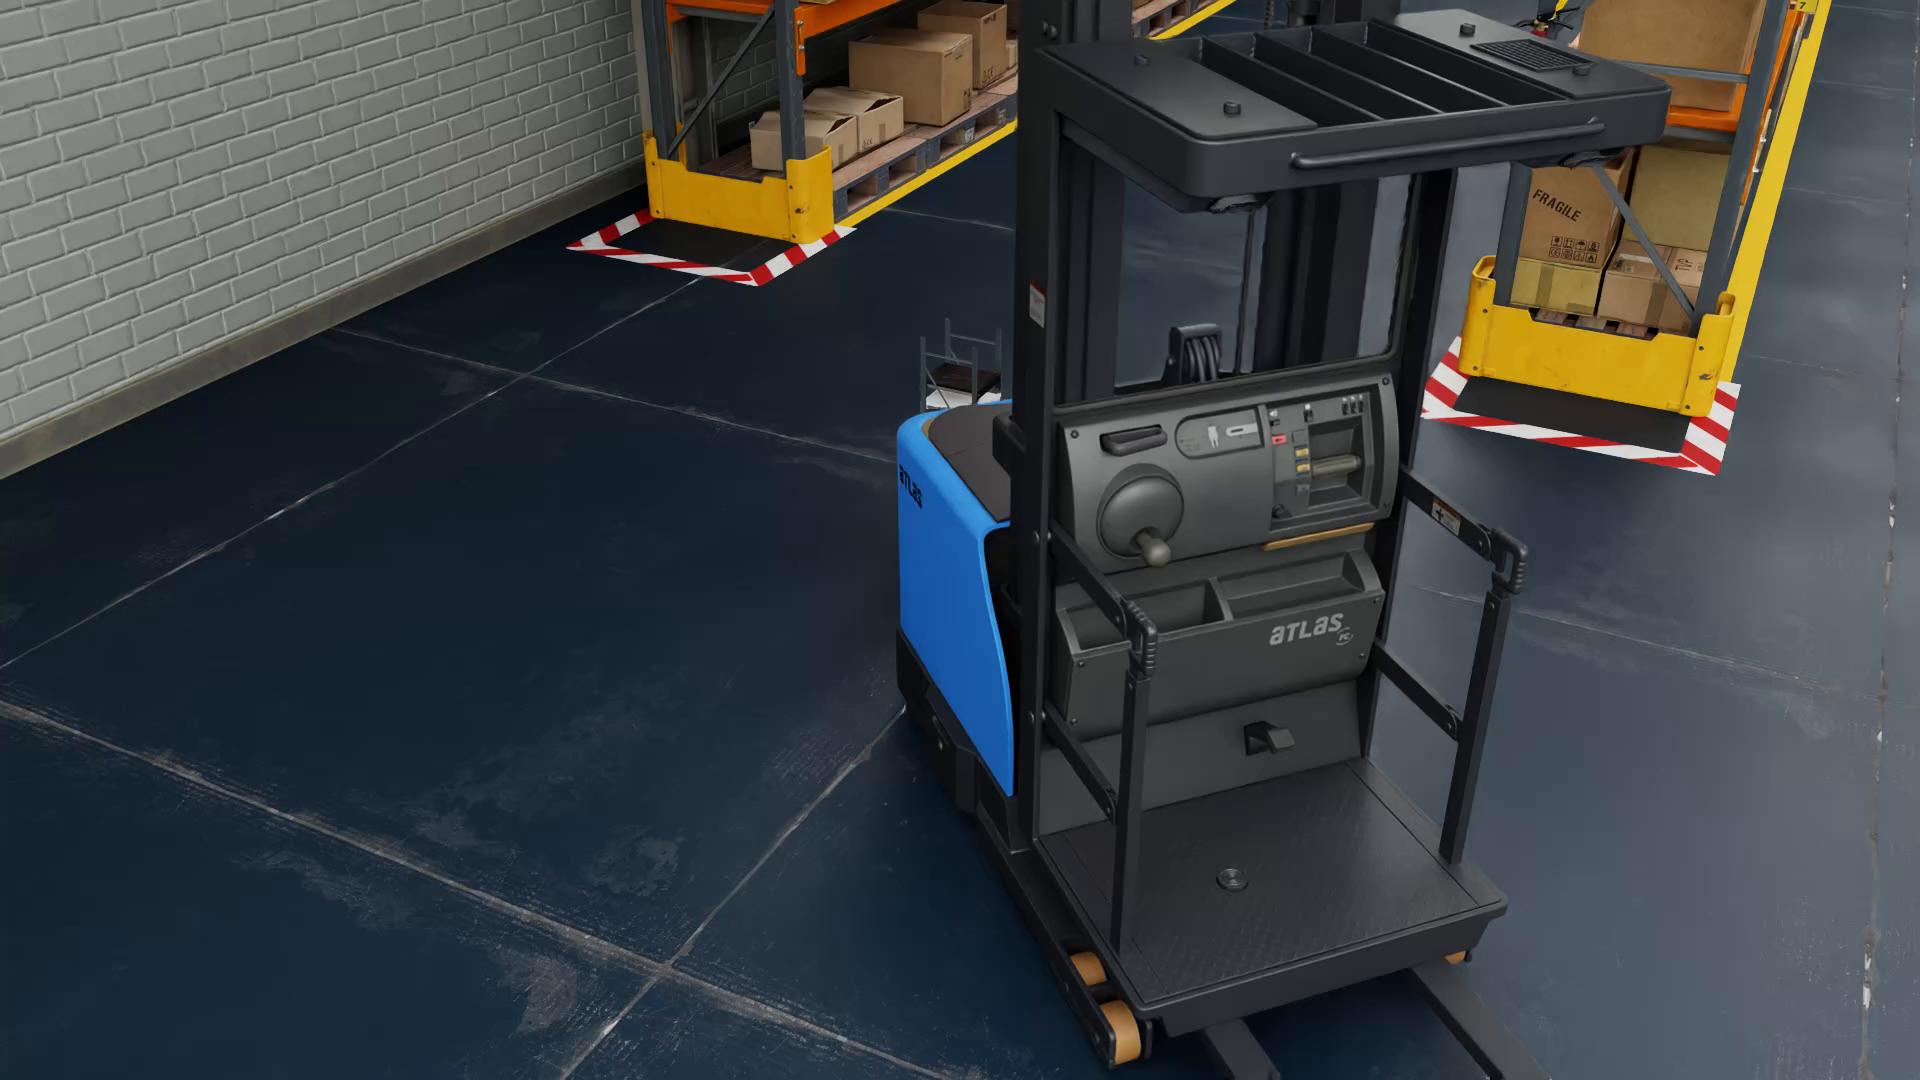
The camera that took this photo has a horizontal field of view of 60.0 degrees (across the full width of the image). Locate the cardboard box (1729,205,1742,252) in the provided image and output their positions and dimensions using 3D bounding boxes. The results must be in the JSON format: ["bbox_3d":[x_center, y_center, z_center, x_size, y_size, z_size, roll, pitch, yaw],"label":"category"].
[{"bbox_3d":[3.939,-1.703,9.043,0.500,0.250,0.500,14,33,23],"label":"cardboard box"}]

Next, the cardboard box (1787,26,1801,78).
[{"bbox_3d":[5.509,-3.436,11.497,0.500,0.311,0.500,14,33,23],"label":"cardboard box"}]

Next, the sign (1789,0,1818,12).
[{"bbox_3d":[3.536,-2.363,6.904,0.100,0.325,0.005,14,33,23],"label":"sign"}]

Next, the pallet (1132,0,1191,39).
[{"bbox_3d":[1.363,-4.656,14.647,1.003,0.211,1.213,14,33,23],"label":"pallet"}]

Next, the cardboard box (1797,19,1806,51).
[{"bbox_3d":[6.203,-3.878,12.831,0.500,0.250,0.500,15,33,24],"label":"cardboard box"}]

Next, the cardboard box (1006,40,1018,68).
[{"bbox_3d":[0.238,-3.696,12.577,0.380,0.166,0.250,10,31,17],"label":"cardboard box"}]

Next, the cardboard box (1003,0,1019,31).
[{"bbox_3d":[0.776,-4.414,13.493,0.700,0.500,0.500,15,33,25],"label":"cardboard box"}]

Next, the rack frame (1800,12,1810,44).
[{"bbox_3d":[6.689,-5.629,13.539,1.000,3.000,0.127,14,33,23],"label":"rack frame"}]

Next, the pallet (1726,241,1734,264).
[{"bbox_3d":[3.912,-1.760,9.603,1.003,0.211,1.213,14,33,23],"label":"pallet"}]

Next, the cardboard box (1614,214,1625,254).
[{"bbox_3d":[3.243,-1.601,8.865,0.500,0.250,0.500,14,33,23],"label":"cardboard box"}]

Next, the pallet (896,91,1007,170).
[{"bbox_3d":[-0.374,-2.920,11.622,1.003,0.211,1.213,14,33,23],"label":"pallet"}]

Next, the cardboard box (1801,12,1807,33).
[{"bbox_3d":[5.976,-3.897,12.300,0.500,0.311,0.500,15,33,25],"label":"cardboard box"}]

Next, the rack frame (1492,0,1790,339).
[{"bbox_3d":[3.044,-2.082,7.363,1.000,3.000,0.127,14,33,23],"label":"rack frame"}]

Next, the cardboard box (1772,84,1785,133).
[{"bbox_3d":[5.271,-2.968,11.245,0.500,0.250,0.500,13,33,22],"label":"cardboard box"}]

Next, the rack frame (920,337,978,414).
[{"bbox_3d":[-0.043,-0.349,6.454,0.240,0.900,0.006,14,33,23],"label":"rack frame"}]

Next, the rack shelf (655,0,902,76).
[{"bbox_3d":[-0.456,-3.779,11.041,1.077,0.370,4.000,14,33,23],"label":"rack shelf"}]

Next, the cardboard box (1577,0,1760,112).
[{"bbox_3d":[3.268,-2.329,7.694,0.700,0.500,0.500,14,33,23],"label":"cardboard box"}]

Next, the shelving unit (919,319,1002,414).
[{"bbox_3d":[0.004,-0.394,6.532,0.258,0.900,0.210,14,33,23],"label":"shelving unit"}]

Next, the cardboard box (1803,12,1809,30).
[{"bbox_3d":[6.666,-4.330,13.617,0.500,0.250,0.500,15,33,24],"label":"cardboard box"}]

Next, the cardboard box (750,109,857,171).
[{"bbox_3d":[-0.972,-2.515,10.376,0.500,0.311,0.500,11,32,18],"label":"cardboard box"}]

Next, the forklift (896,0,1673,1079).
[{"bbox_3d":[0.776,-0.133,4.038,1.130,2.935,3.031,-11,32,-18],"label":"forklift"}]

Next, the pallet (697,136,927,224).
[{"bbox_3d":[-0.931,-2.381,10.684,1.003,0.211,1.213,14,33,23],"label":"pallet"}]

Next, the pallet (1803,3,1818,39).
[{"bbox_3d":[7.063,-4.742,14.795,1.003,0.211,1.213,14,33,23],"label":"pallet"}]

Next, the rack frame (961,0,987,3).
[{"bbox_3d":[0.455,-4.977,12.405,1.000,3.000,0.127,14,33,23],"label":"rack frame"}]

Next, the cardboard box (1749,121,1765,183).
[{"bbox_3d":[4.172,-2.249,9.240,0.500,0.500,0.500,14,33,23],"label":"cardboard box"}]

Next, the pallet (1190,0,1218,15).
[{"bbox_3d":[1.920,-5.195,15.585,1.003,0.211,1.213,14,33,23],"label":"pallet"}]

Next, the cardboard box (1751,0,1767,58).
[{"bbox_3d":[3.735,-2.782,8.482,0.700,0.500,0.500,15,33,24],"label":"cardboard box"}]

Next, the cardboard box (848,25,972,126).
[{"bbox_3d":[-0.333,-3.164,11.316,0.700,0.500,0.500,12,32,20],"label":"cardboard box"}]

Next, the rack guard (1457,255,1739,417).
[{"bbox_3d":[3.033,-0.987,7.967,1.175,0.500,0.348,14,33,23],"label":"rack guard"}]

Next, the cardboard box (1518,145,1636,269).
[{"bbox_3d":[3.024,-1.702,8.288,0.500,0.500,0.500,14,33,23],"label":"cardboard box"}]

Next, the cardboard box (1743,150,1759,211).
[{"bbox_3d":[4.399,-2.145,9.813,0.500,0.250,0.500,14,33,23],"label":"cardboard box"}]

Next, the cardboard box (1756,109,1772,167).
[{"bbox_3d":[4.850,-2.590,10.587,0.500,0.250,0.500,14,33,23],"label":"cardboard box"}]

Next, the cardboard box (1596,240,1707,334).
[{"bbox_3d":[3.487,-1.259,8.270,0.500,0.250,0.500,14,33,23],"label":"cardboard box"}]
